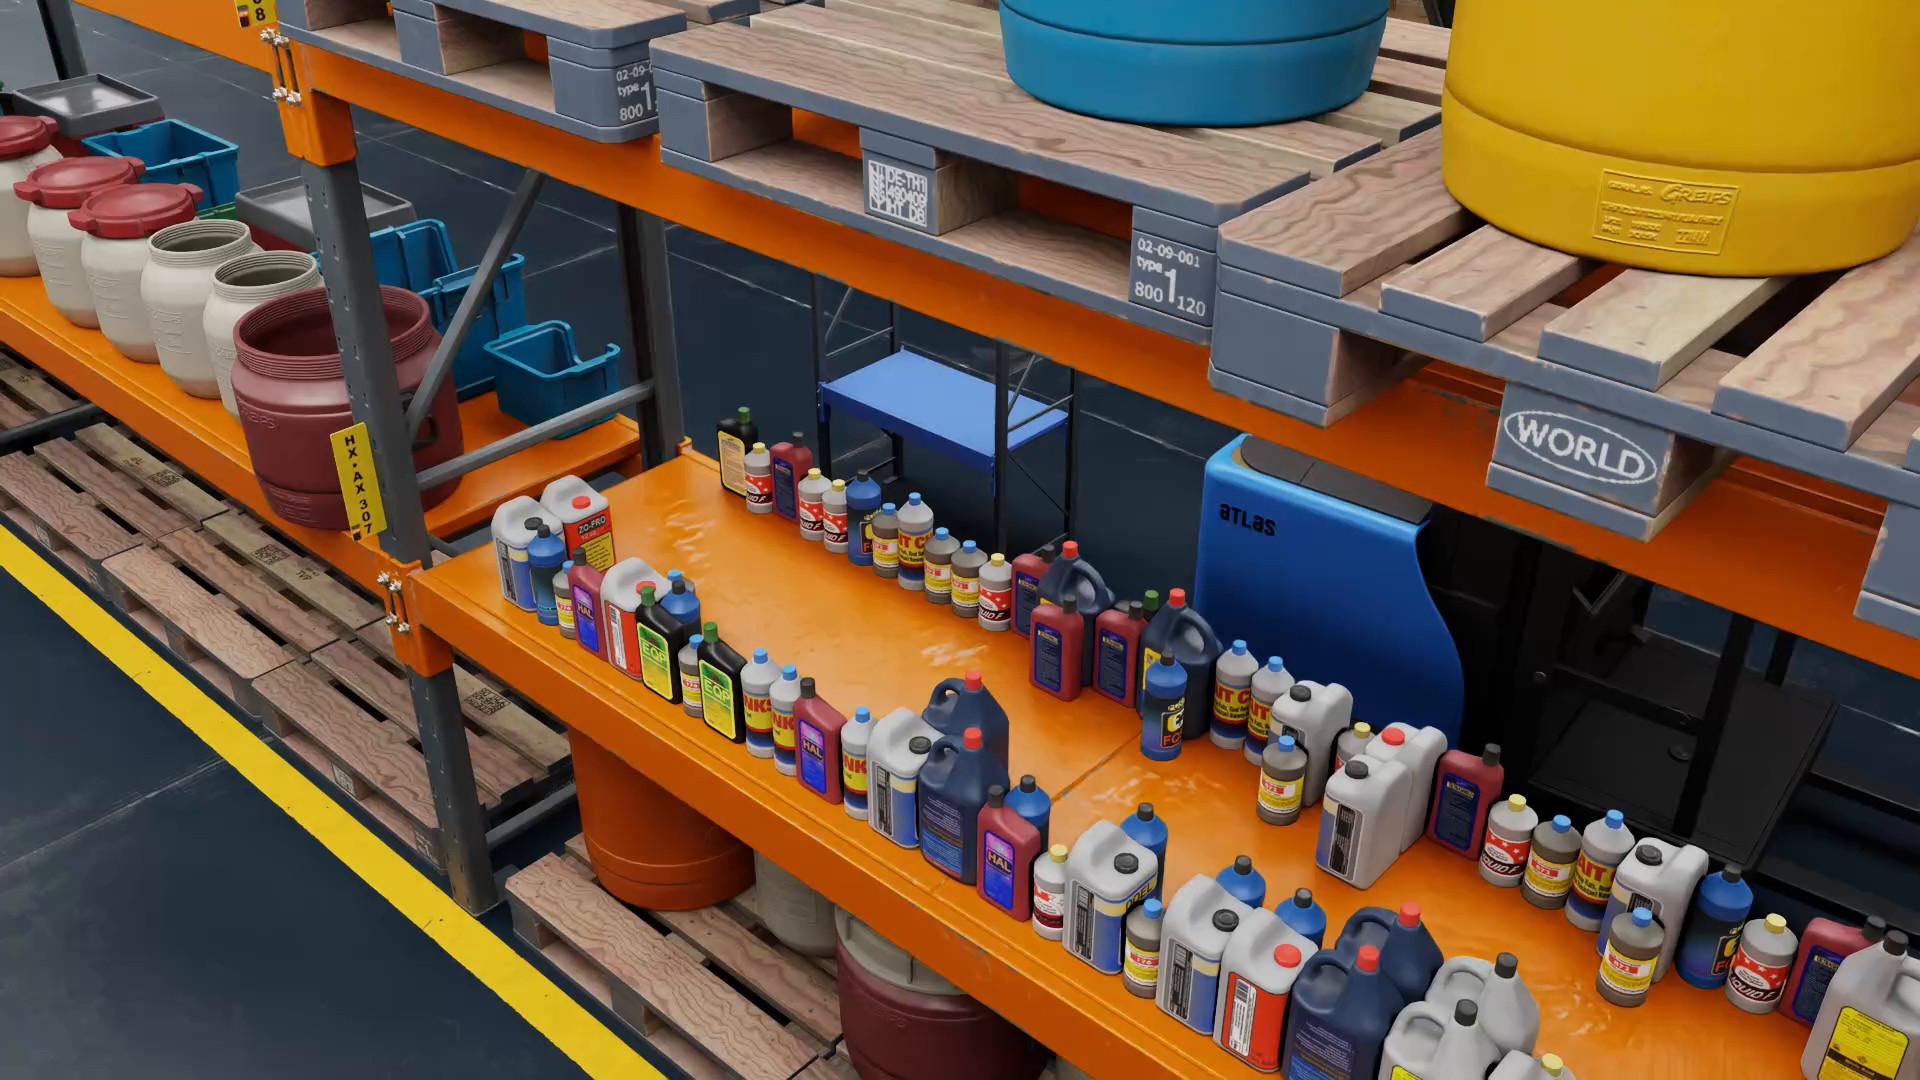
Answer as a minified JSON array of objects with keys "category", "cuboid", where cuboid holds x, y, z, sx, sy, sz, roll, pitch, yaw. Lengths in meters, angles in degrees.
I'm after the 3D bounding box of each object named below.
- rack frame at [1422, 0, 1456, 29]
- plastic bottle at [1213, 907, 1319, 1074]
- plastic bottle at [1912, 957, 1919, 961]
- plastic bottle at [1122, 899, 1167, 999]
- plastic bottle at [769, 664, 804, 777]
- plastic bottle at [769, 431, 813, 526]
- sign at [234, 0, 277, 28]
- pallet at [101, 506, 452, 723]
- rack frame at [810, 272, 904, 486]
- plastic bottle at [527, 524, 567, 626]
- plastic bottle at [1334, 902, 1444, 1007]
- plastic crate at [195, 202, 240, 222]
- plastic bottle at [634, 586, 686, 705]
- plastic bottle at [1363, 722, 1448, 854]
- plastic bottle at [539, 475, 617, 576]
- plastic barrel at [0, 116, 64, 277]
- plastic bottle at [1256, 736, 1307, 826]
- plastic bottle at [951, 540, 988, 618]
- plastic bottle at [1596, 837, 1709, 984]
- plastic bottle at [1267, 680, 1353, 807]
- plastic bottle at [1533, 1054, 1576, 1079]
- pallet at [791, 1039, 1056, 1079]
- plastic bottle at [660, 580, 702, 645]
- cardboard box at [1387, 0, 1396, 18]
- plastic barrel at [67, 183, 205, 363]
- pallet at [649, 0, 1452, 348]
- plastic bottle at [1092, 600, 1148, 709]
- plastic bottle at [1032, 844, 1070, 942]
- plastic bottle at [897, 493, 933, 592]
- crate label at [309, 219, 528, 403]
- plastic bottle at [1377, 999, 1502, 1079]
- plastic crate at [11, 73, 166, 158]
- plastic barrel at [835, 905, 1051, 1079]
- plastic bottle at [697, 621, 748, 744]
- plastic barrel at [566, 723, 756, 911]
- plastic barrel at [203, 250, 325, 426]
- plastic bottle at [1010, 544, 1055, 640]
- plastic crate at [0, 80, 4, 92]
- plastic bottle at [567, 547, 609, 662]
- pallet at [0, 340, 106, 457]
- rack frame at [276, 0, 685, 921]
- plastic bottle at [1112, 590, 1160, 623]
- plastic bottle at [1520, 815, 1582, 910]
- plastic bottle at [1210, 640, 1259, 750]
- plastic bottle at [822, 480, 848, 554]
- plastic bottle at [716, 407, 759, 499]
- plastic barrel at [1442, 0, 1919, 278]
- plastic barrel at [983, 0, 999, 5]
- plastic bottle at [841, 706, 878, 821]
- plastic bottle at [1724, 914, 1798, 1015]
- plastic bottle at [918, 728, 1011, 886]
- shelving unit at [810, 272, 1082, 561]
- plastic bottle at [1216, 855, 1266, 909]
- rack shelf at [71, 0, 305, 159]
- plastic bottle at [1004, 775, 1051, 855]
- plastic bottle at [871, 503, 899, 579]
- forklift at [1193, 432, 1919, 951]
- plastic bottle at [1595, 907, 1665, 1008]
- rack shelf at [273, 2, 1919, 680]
[{"category":"rack frame","cuboid":[2.088,-2.188,7.976,0.127,3.000,1.000,25,39,35]},{"category":"plastic bottle","cuboid":[0.573,0.828,3.086,0.135,0.276,0.152,25,39,35]},{"category":"plastic bottle","cuboid":[1.741,0.849,3.045,0.133,0.283,0.061,25,39,35]},{"category":"plastic bottle","cuboid":[0.369,0.784,3.232,0.097,0.201,0.097,0,31,0]},{"category":"plastic bottle","cuboid":[-0.382,0.404,3.796,0.097,0.271,0.097,0,31,0]},{"category":"plastic bottle","cuboid":[-0.482,-0.189,4.768,0.133,0.283,0.061,25,39,35]},{"category":"sign","cuboid":[-1.603,-1.323,3.732,0.005,0.325,0.100,25,39,35]},{"category":"pallet","cuboid":[-2.688,0.194,6.723,1.213,0.211,1.003,25,39,35]},{"category":"rack frame","cuboid":[-0.440,-0.848,7.204,0.032,1.500,0.500,25,39,35]},{"category":"plastic bottle","cuboid":[-1.067,0.084,4.327,0.097,0.271,0.097,0,31,0]},{"category":"plastic bottle","cuboid":[0.785,0.798,3.064,0.185,0.351,0.144,25,39,35]},{"category":"plastic crate","cuboid":[-2.724,-1.094,6.365,0.662,0.188,0.450,25,39,35]},{"category":"plastic bottle","cuboid":[-0.723,0.252,4.036,0.133,0.283,0.061,25,39,35]},{"category":"plastic bottle","cuboid":[0.953,0.516,3.605,0.135,0.276,0.152,25,39,35]},{"category":"plastic bottle","cuboid":[-1.033,-0.027,4.507,0.135,0.276,0.152,25,39,35]},{"category":"plastic barrel","cuboid":[-3.643,-1.323,6.407,0.433,0.535,0.433,0,31,0]},{"category":"plastic bottle","cuboid":[0.711,0.522,3.668,0.097,0.201,0.097,0,31,0]},{"category":"plastic bottle","cuboid":[0.025,0.096,4.376,0.097,0.201,0.097,0,31,0]},{"category":"plastic bottle","cuboid":[1.368,0.710,3.283,0.135,0.276,0.152,25,39,35]},{"category":"plastic bottle","cuboid":[0.781,0.436,3.738,0.135,0.276,0.152,25,39,35]},{"category":"plastic bottle","cuboid":[1.017,0.981,2.905,0.097,0.201,0.097,0,31,0]},{"category":"pallet","cuboid":[0.274,1.579,4.423,1.213,0.211,1.003,25,39,35]},{"category":"plastic bottle","cuboid":[-0.684,0.221,4.100,0.097,0.271,0.097,0,31,0]},{"category":"cardboard box","cuboid":[3.417,-4.178,13.278,0.500,0.500,0.700,24,39,34]},{"category":"plastic barrel","cuboid":[-2.778,-0.919,5.737,0.433,0.535,0.433,0,31,0]},{"category":"pallet","cuboid":[0.237,-0.740,2.846,1.213,0.211,1.003,25,39,35]},{"category":"plastic bottle","cuboid":[0.390,0.260,4.022,0.133,0.283,0.061,25,39,35]},{"category":"plastic bottle","cuboid":[0.197,0.704,3.365,0.097,0.201,0.097,0,31,0]},{"category":"plastic bottle","cuboid":[-0.120,-0.002,4.469,0.097,0.271,0.097,0,31,0]},{"category":"crate label","cuboid":[-1.794,-0.758,5.566,0.616,0.435,0.502,25,39,35]},{"category":"plastic bottle","cuboid":[0.826,0.917,2.866,0.185,0.351,0.144,25,39,35]},{"category":"plastic crate","cuboid":[-3.640,-1.657,7.031,0.583,0.464,0.402,25,39,35]},{"category":"plastic barrel","cuboid":[-0.028,1.112,4.426,0.708,0.588,0.600,25,39,35]},{"category":"plastic bottle","cuboid":[-0.552,0.332,3.904,0.133,0.283,0.061,25,39,35]},{"category":"plastic barrel","cuboid":[-0.865,0.617,5.013,0.708,0.830,0.600,25,39,35]},{"category":"plastic barrel","cuboid":[-2.145,-0.618,5.259,0.421,0.512,0.421,0,31,0]},{"category":"plastic bottle","cuboid":[0.195,0.127,4.244,0.133,0.283,0.061,25,39,35]},{"category":"plastic crate","cuboid":[-5.022,-2.167,8.146,0.662,0.188,0.450,25,39,35]},{"category":"plastic bottle","cuboid":[-0.922,0.159,4.190,0.133,0.283,0.061,25,39,35]},{"category":"pallet","cuboid":[-4.675,-0.733,8.264,1.213,0.211,1.003,25,39,35]},{"category":"rack frame","cuboid":[-1.239,-0.295,4.832,0.127,3.000,1.000,25,39,35]},{"category":"plastic bottle","cuboid":[0.431,0.237,4.061,0.133,0.283,0.061,25,39,35]},{"category":"plastic bottle","cuboid":[1.228,0.657,3.442,0.097,0.201,0.097,0,31,0]},{"category":"plastic bottle","cuboid":[0.641,0.353,3.880,0.097,0.271,0.097,0,31,0]},{"category":"plastic bottle","cuboid":[-0.336,-0.073,4.655,0.097,0.201,0.097,0,31,0]},{"category":"plastic bottle","cuboid":[-0.653,-0.268,4.901,0.133,0.283,0.061,25,39,35]},{"category":"plastic barrel","cuboid":[0.914,-0.695,1.998,0.600,0.588,0.600,0,31,0]},{"category":"plastic barrel","cuboid":[0.177,-1.263,2.992,0.433,0.535,0.433,0,31,0]},{"category":"plastic bottle","cuboid":[-0.211,0.483,3.663,0.097,0.271,0.097,0,31,0]},{"category":"plastic bottle","cuboid":[1.544,0.805,3.197,0.097,0.201,0.097,0,31,0]},{"category":"plastic bottle","cuboid":[0.009,0.536,3.499,0.185,0.351,0.144,25,39,35]},{"category":"shelving unit","cuboid":[-0.063,-0.672,6.912,1.048,1.500,0.538,25,39,35]},{"category":"plastic bottle","cuboid":[0.543,0.730,3.254,0.097,0.271,0.097,0,31,0]},{"category":"rack shelf","cuboid":[-2.722,-1.964,5.394,4.000,0.370,1.077,25,39,35]},{"category":"plastic bottle","cuboid":[0.139,0.604,3.462,0.097,0.271,0.097,0,31,0]},{"category":"plastic bottle","cuboid":[-0.192,-0.005,4.543,0.097,0.201,0.097,0,31,0]},{"category":"forklift","cuboid":[2.292,-0.338,4.969,3.031,2.935,1.130,22,37,32]},{"category":"plastic bottle","cuboid":[1.298,0.796,3.212,0.097,0.201,0.097,0,31,0]},{"category":"rack shelf","cuboid":[0.244,-0.580,3.094,4.000,0.370,1.077,25,39,35]}]
